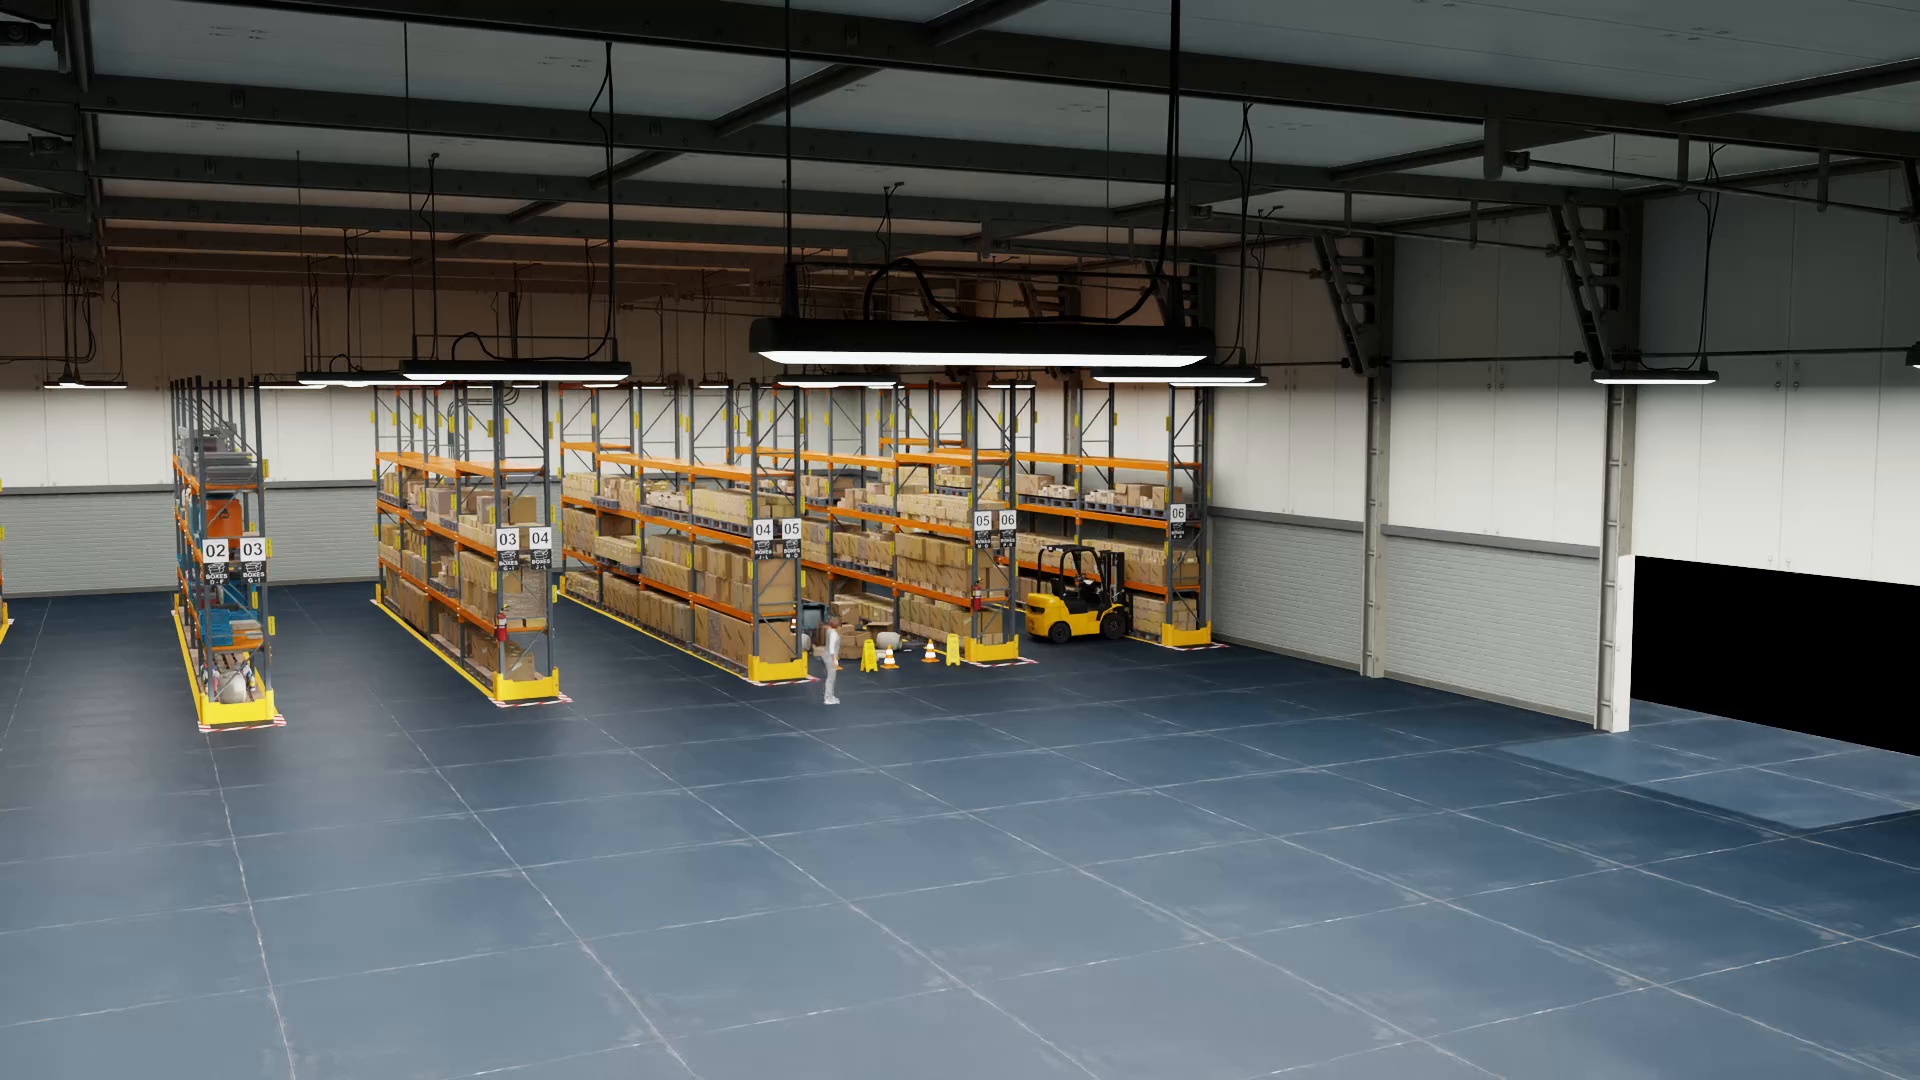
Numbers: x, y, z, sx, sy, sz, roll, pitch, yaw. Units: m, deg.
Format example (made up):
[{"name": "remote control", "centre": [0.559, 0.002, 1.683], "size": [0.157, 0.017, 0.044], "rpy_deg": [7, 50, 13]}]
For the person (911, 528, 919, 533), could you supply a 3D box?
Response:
[{"name": "person", "centre": [-1.269, 0.510, 45.594], "size": [0.602, 1.772, 0.592], "rpy_deg": [0, 5, -3]}]

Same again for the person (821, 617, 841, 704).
[{"name": "person", "centre": [-2.375, 2.212, 30.641], "size": [0.360, 1.608, 0.475], "rpy_deg": [-1, 5, -9]}]

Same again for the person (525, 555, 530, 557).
[{"name": "person", "centre": [-12.381, 0.705, 47.072], "size": [0.357, 1.694, 0.507], "rpy_deg": [3, 6, 32]}]

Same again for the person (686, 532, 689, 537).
[{"name": "person", "centre": [-8.156, 0.499, 50.164], "size": [0.482, 1.650, 0.345], "rpy_deg": [-1, 5, -12]}]
